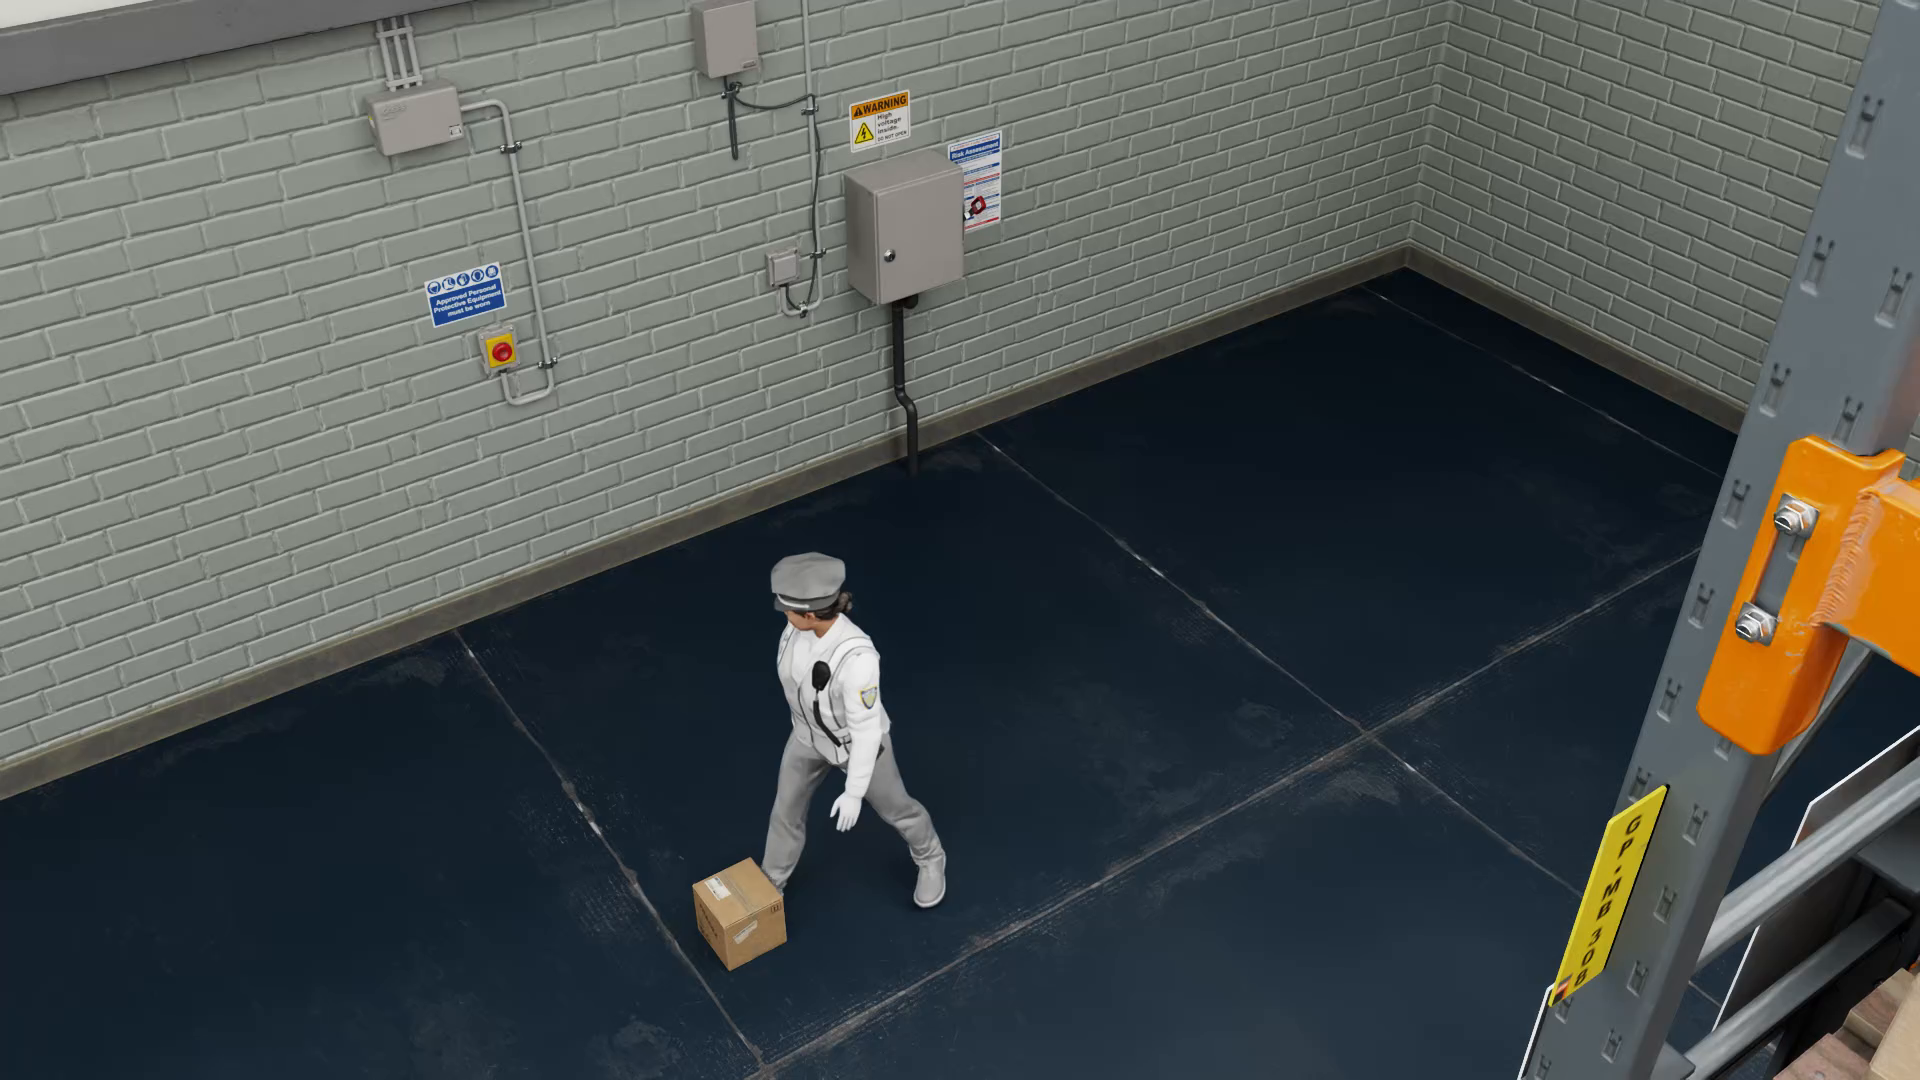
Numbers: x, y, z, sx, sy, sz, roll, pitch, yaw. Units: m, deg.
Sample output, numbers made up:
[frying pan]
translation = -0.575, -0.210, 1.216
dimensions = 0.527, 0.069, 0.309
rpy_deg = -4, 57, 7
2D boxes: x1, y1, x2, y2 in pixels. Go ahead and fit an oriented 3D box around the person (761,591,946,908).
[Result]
[person]
translation = -0.460, 0.751, 5.984
dimensions = 0.604, 1.612, 0.837
rpy_deg = 28, 45, 32
